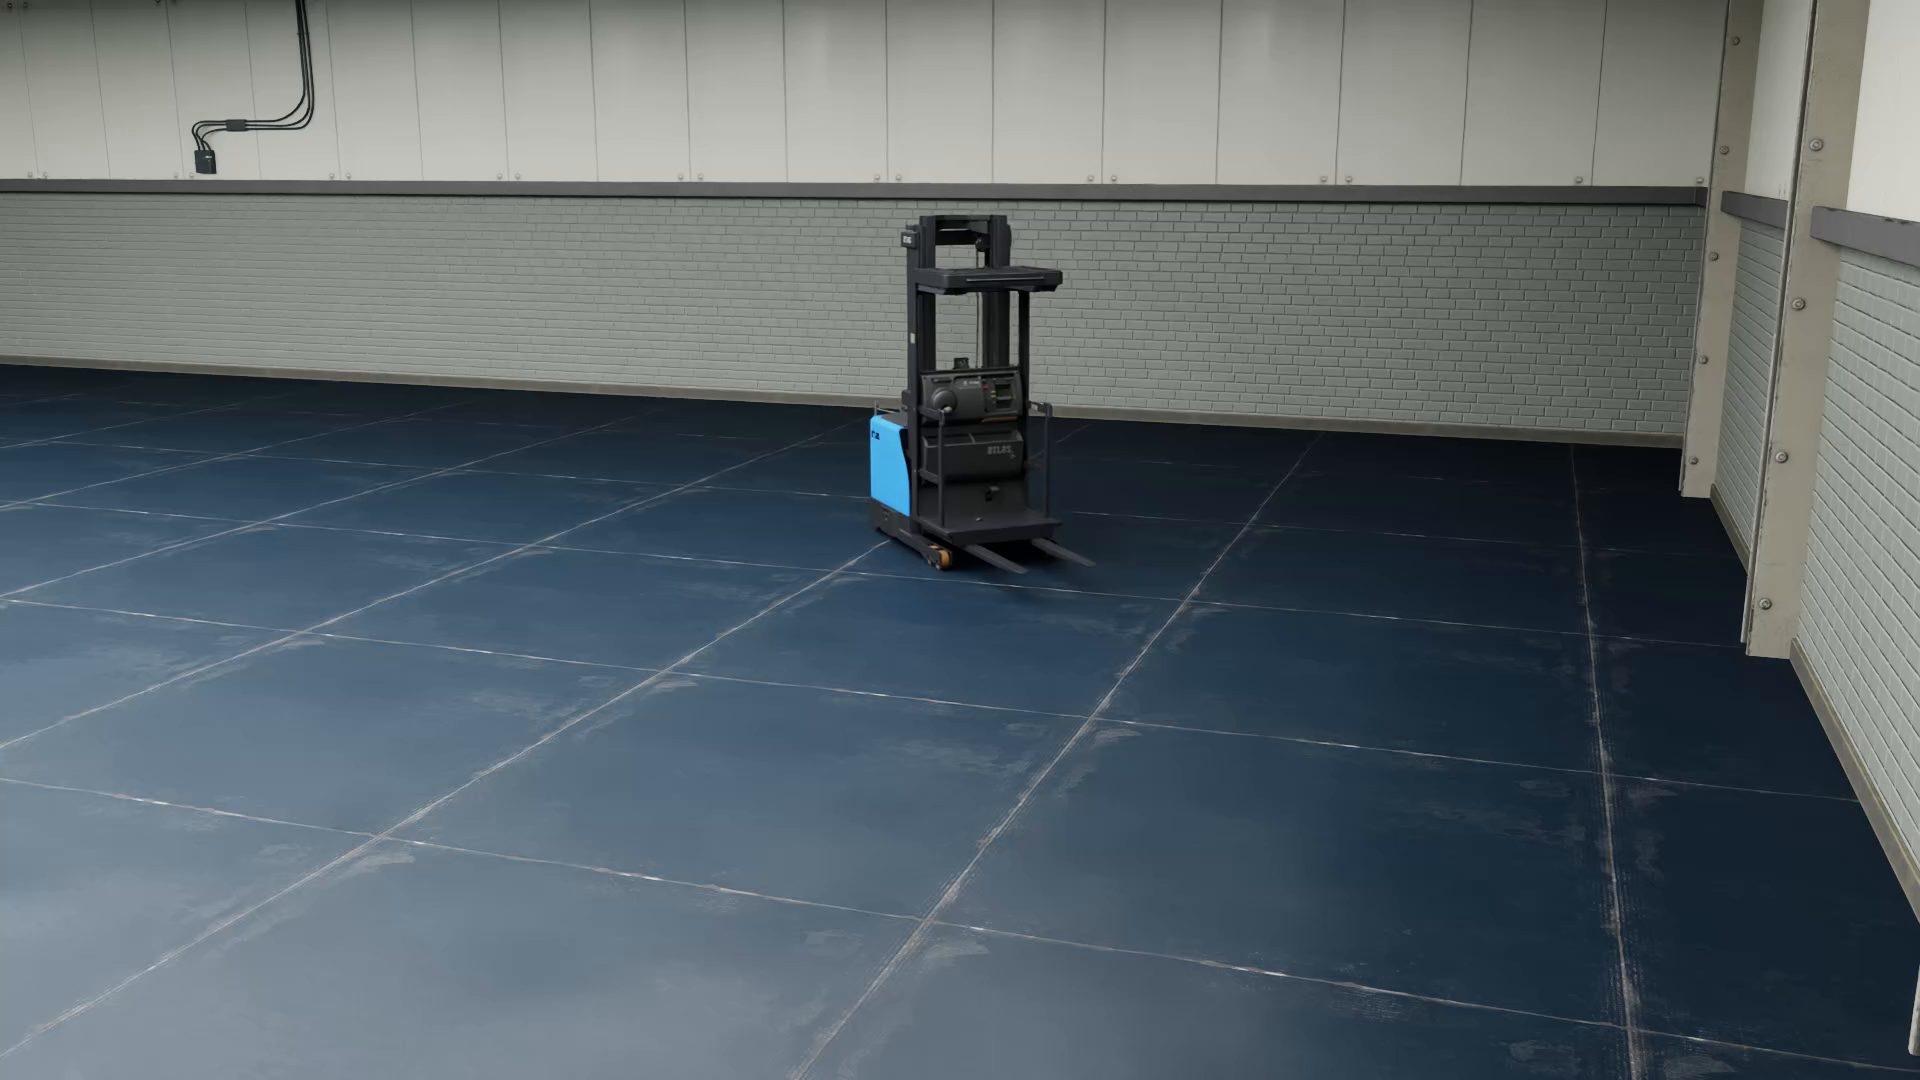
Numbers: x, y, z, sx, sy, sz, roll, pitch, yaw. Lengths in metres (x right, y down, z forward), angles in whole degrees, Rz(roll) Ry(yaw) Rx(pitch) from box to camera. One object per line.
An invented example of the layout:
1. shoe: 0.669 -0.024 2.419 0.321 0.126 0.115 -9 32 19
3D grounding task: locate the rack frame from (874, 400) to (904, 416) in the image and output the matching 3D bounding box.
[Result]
1. rack frame: -0.680 -0.761 16.057 0.032 1.125 0.500 -9 15 -33

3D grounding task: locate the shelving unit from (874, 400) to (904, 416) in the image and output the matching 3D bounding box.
1. shelving unit: -0.260 -0.825 16.337 1.048 1.125 0.538 -9 15 -33

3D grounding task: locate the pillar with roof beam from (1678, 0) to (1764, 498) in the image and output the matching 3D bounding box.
1. pillar with roof beam: 3.612 -5.180 17.721 9.100 9.000 0.400 4 14 18

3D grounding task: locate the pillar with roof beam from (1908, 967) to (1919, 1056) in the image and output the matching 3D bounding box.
1. pillar with roof beam: -0.271 -2.653 6.651 9.100 9.000 0.400 4 14 18

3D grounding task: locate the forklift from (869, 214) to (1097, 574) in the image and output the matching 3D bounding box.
1. forklift: 0.193 -1.287 14.301 1.130 2.935 3.031 -5 14 -23

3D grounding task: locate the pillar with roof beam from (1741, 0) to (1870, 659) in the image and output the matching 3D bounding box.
1. pillar with roof beam: 1.670 -3.916 12.186 9.100 9.000 0.400 4 14 18

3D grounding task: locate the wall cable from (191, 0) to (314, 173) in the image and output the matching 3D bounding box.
1. wall cable: -10.939 -8.634 25.212 2.305 6.003 0.169 4 14 18
